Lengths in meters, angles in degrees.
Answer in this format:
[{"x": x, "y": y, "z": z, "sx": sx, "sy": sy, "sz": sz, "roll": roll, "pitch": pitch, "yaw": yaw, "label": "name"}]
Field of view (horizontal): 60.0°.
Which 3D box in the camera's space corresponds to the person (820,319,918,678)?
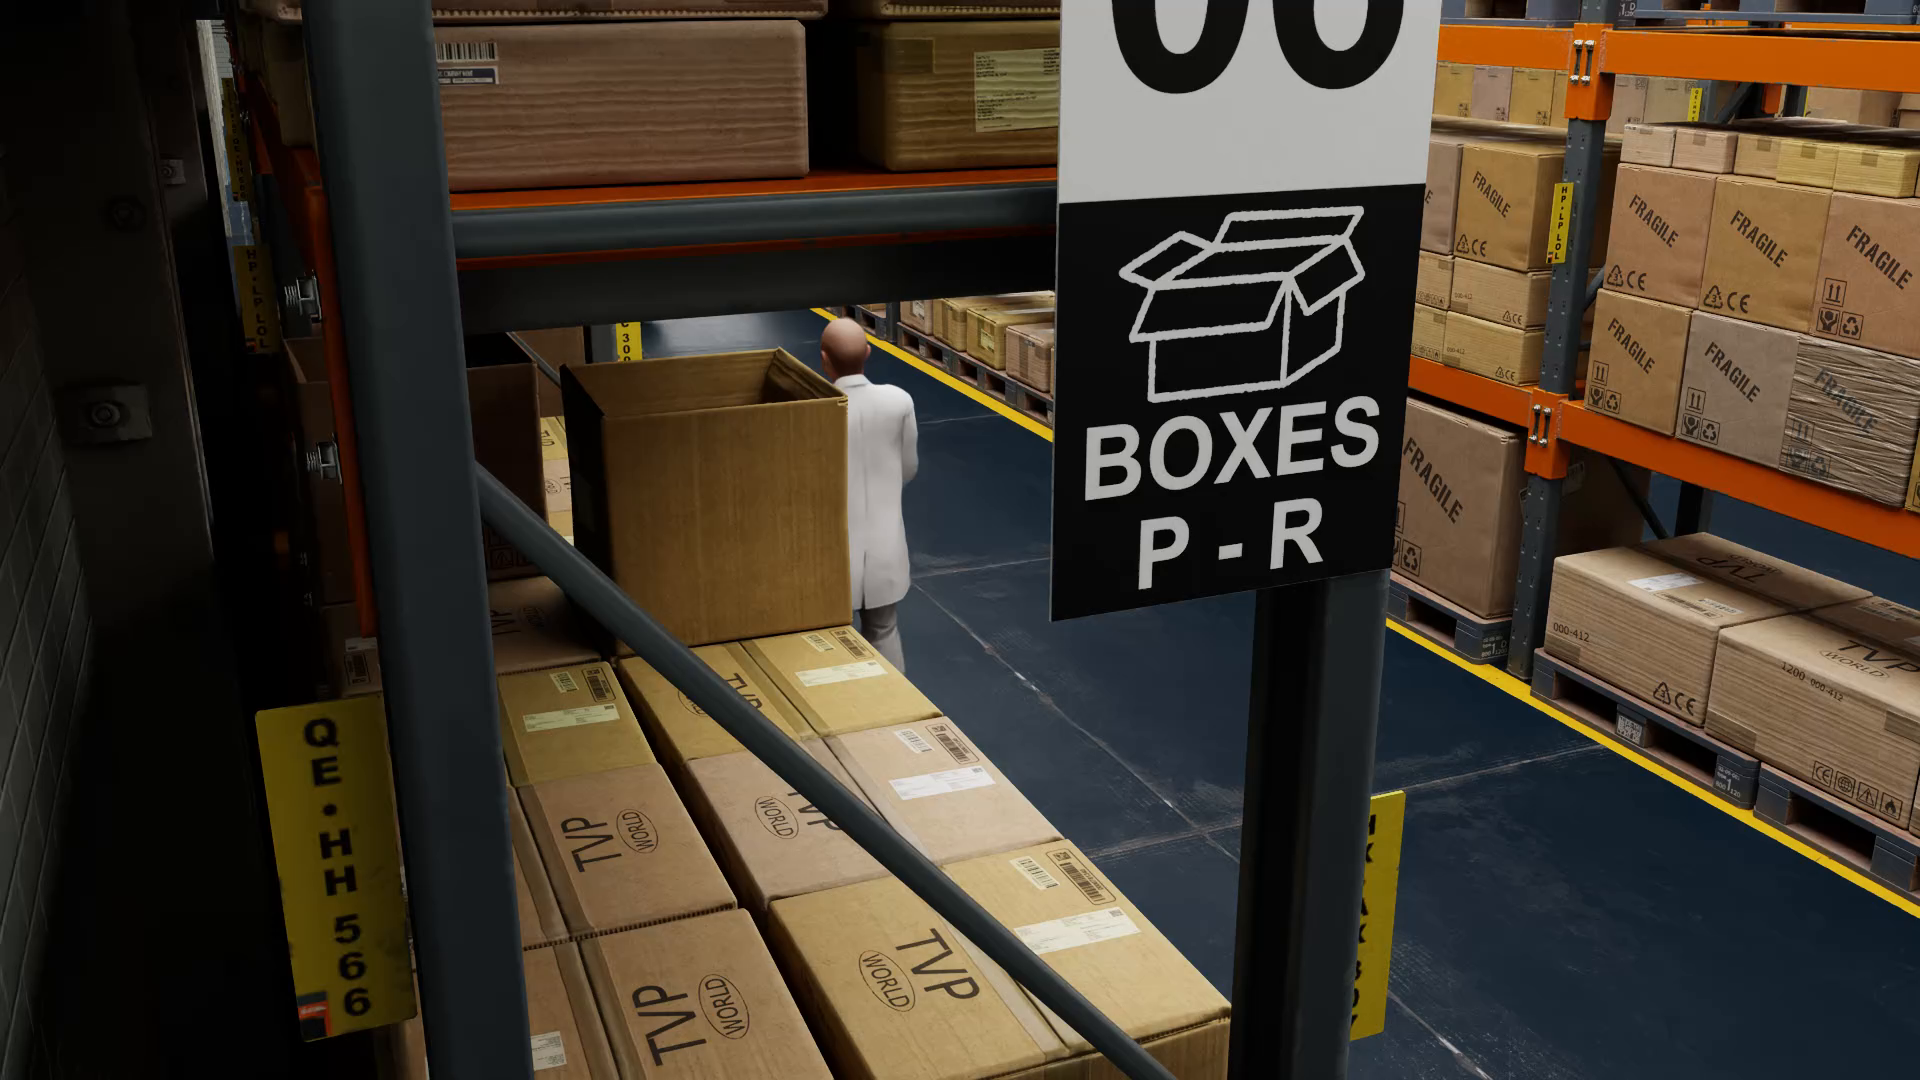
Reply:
[{"x": -0.462, "y": -0.009, "z": 6.598, "sx": 0.569, "sy": 1.783, "sz": 0.489, "roll": -9, "pitch": 20, "yaw": -24, "label": "person"}]
